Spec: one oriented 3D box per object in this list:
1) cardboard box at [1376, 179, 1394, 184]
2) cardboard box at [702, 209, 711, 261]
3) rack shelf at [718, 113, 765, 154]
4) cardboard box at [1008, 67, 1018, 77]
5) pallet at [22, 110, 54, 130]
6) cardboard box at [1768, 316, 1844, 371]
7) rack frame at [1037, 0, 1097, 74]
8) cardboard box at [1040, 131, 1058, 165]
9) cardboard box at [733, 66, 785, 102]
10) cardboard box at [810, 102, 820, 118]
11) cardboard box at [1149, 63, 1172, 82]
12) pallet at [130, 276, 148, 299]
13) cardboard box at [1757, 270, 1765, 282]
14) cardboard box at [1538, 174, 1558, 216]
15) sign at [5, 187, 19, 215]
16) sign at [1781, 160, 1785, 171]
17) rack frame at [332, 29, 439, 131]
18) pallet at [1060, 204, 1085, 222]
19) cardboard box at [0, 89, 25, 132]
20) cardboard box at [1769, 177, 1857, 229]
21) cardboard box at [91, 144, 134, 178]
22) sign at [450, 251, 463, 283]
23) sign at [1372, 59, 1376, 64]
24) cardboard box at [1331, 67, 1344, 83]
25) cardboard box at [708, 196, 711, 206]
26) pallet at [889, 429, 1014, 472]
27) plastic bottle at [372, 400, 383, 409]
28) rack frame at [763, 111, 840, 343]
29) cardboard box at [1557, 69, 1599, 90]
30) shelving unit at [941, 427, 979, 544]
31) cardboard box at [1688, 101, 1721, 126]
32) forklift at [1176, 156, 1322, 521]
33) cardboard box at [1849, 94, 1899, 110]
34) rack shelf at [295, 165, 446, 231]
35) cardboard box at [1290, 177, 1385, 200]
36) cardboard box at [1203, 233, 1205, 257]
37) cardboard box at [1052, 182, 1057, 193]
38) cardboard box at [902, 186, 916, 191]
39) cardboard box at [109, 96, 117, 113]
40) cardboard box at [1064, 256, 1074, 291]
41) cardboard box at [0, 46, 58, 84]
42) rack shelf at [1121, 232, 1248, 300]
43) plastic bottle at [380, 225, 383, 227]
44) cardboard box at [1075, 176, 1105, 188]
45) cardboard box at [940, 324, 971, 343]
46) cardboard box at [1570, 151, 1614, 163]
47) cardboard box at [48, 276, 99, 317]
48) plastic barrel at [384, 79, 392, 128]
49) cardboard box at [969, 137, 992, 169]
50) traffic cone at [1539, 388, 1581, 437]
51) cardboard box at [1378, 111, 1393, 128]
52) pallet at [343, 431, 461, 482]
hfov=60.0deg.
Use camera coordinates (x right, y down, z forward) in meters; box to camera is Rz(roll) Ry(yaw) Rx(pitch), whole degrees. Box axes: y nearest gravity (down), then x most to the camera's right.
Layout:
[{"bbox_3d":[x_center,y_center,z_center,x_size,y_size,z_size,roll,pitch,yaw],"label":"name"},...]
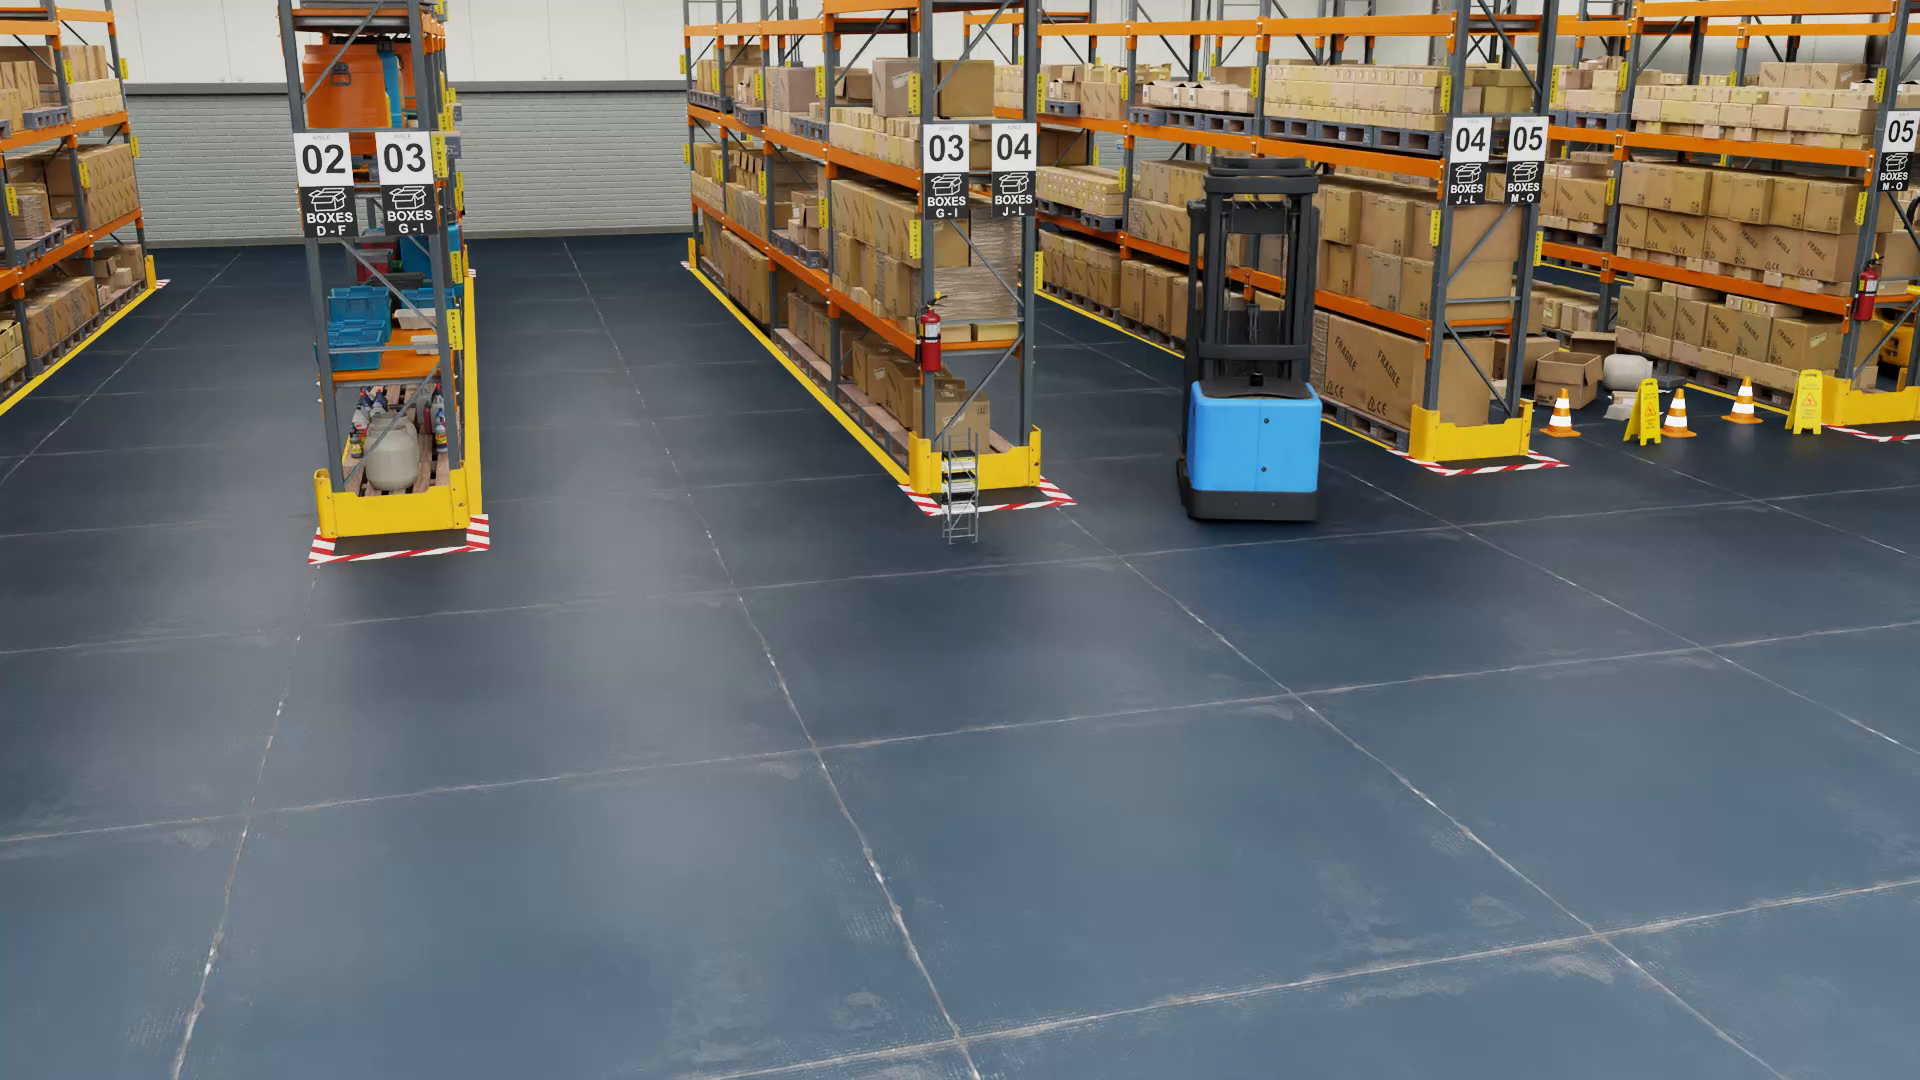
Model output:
[{"bbox_3d":[6.805,-5.473,25.849,0.500,0.250,0.500,-5,17,-17],"label":"cardboard box"},{"bbox_3d":[-3.987,-5.352,29.018,0.875,0.875,0.875,-5,17,-15],"label":"cardboard box"},{"bbox_3d":[-2.591,-5.771,23.488,1.077,0.370,4.000,-5,17,-15],"label":"rack shelf"},{"bbox_3d":[1.013,-7.745,27.505,0.380,0.149,0.250,-5,18,-17],"label":"cardboard box"},{"bbox_3d":[-12.267,-5.324,21.076,1.213,0.211,1.003,-5,17,-15],"label":"pallet"},{"bbox_3d":[9.215,-2.141,18.112,0.500,0.500,0.500,-5,17,-15],"label":"cardboard box"},{"bbox_3d":[1.656,-8.470,26.007,1.000,3.000,0.127,-5,17,-15],"label":"rack frame"},{"bbox_3d":[1.267,-6.375,27.031,0.500,0.500,0.500,-5,18,-17],"label":"cardboard box"},{"bbox_3d":[-2.972,-6.759,24.620,0.700,0.500,0.500,-4,17,-14],"label":"cardboard box"},{"bbox_3d":[-1.554,-5.056,19.533,0.380,0.166,0.250,-5,17,-17],"label":"cardboard box"},{"bbox_3d":[2.768,-6.618,23.551,0.396,0.266,0.258,-5,17,-15],"label":"cardboard box"},{"bbox_3d":[-13.525,-3.980,26.335,1.003,0.211,1.213,-5,17,-15],"label":"pallet"},{"bbox_3d":[9.116,-2.948,18.488,0.380,0.149,0.250,-4,17,-14],"label":"cardboard box"},{"bbox_3d":[7.965,-4.585,22.080,0.500,0.500,0.500,-4,17,-13],"label":"cardboard box"},{"bbox_3d":[-11.035,-3.943,19.353,0.100,0.325,0.005,-5,17,-15],"label":"sign"},{"bbox_3d":[12.791,-5.902,25.875,0.100,0.325,0.005,-5,17,-15],"label":"sign"},{"bbox_3d":[-5.704,-5.501,16.124,1.000,3.000,0.127,-5,17,-15],"label":"rack frame"},{"bbox_3d":[2.172,-4.943,25.026,1.003,0.211,1.213,-5,17,-15],"label":"pallet"},{"bbox_3d":[-12.003,-5.231,20.266,0.910,0.500,0.500,-5,17,-15],"label":"cardboard box"},{"bbox_3d":[9.203,-3.631,17.896,0.700,0.500,0.500,-5,17,-15],"label":"cardboard box"},{"bbox_3d":[-13.379,-5.982,26.242,0.500,0.500,0.500,-5,17,-16],"label":"cardboard box"},{"bbox_3d":[-5.172,-2.801,17.082,0.100,0.325,0.005,-5,17,-15],"label":"sign"},{"bbox_3d":[6.907,-7.897,27.867,0.100,0.325,0.005,-5,17,-15],"label":"sign"},{"bbox_3d":[4.046,-4.783,17.093,0.380,0.149,0.250,-5,17,-16],"label":"cardboard box"},{"bbox_3d":[-3.893,-5.526,27.072,0.380,0.149,0.250,-5,17,-16],"label":"cardboard box"},{"bbox_3d":[-0.053,-0.826,15.836,1.003,0.211,1.213,-5,17,-15],"label":"pallet"},{"bbox_3d":[-5.726,-1.246,16.362,0.097,0.271,0.097,0,17,0],"label":"plastic bottle"},{"bbox_3d":[-2.041,-4.126,21.974,1.000,3.000,0.127,-5,17,-15],"label":"rack frame"},{"bbox_3d":[8.003,-6.039,21.791,0.500,0.250,0.500,-4,17,-14],"label":"cardboard box"},{"bbox_3d":[-0.002,-0.433,13.330,0.258,0.900,0.210,-5,17,-15],"label":"shelving unit"},{"bbox_3d":[8.720,-4.886,19.032,0.500,0.250,0.500,-5,17,-15],"label":"cardboard box"},{"bbox_3d":[2.555,-1.938,14.808,1.130,2.935,3.031,1,17,4],"label":"forklift"},{"bbox_3d":[9.309,-4.465,16.939,0.380,0.149,0.250,-5,17,-15],"label":"cardboard box"},{"bbox_3d":[-5.155,-3.167,14.818,1.077,0.370,4.000,-5,17,-15],"label":"rack shelf"},{"bbox_3d":[4.186,-3.725,18.502,0.875,0.550,0.550,-5,17,-15],"label":"cardboard box"},{"bbox_3d":[3.315,-3.695,20.364,0.500,0.500,0.500,-5,17,-16],"label":"cardboard box"},{"bbox_3d":[1.615,-5.386,25.357,0.380,0.149,0.250,-4,17,-13],"label":"cardboard box"},{"bbox_3d":[-0.279,-3.310,16.827,0.500,0.500,0.500,-5,17,-15],"label":"cardboard box"},{"bbox_3d":[-13.244,-6.661,25.460,0.500,0.250,0.500,-5,17,-15],"label":"cardboard box"},{"bbox_3d":[1.908,-4.085,25.453,0.500,0.500,0.500,-4,17,-14],"label":"cardboard box"},{"bbox_3d":[-12.837,-6.545,22.902,0.700,0.500,0.500,-5,17,-15],"label":"cardboard box"},{"bbox_3d":[3.305,-3.593,21.449,1.077,0.370,4.000,-5,17,-15],"label":"rack shelf"},{"bbox_3d":[-7.510,-3.956,21.632,0.097,0.271,0.097,0,17,0],"label":"plastic bottle"},{"bbox_3d":[1.903,-5.238,24.349,0.380,0.149,0.250,-5,17,-15],"label":"cardboard box"},{"bbox_3d":[-0.120,-1.855,14.852,0.380,0.149,0.250,-5,17,-15],"label":"cardboard box"},{"bbox_3d":[11.077,-6.507,28.997,0.700,0.500,0.500,-4,17,-14],"label":"cardboard box"},{"bbox_3d":[-12.255,-3.350,22.971,0.500,0.500,0.500,-5,17,-16],"label":"cardboard box"},{"bbox_3d":[-5.041,-3.555,13.801,0.600,0.588,0.600,0,17,0],"label":"plastic barrel"},{"bbox_3d":[0.273,-3.432,14.709,0.500,0.250,0.500,-4,17,-14],"label":"cardboard box"},{"bbox_3d":[6.173,-1.322,17.048,0.336,0.463,0.334,-5,17,-15],"label":"traffic cone"},{"bbox_3d":[4.328,-4.119,16.268,0.380,0.149,0.250,-5,17,-15],"label":"cardboard box"},{"bbox_3d":[-5.221,-0.765,15.634,1.003,0.211,1.213,-5,17,-15],"label":"pallet"}]
